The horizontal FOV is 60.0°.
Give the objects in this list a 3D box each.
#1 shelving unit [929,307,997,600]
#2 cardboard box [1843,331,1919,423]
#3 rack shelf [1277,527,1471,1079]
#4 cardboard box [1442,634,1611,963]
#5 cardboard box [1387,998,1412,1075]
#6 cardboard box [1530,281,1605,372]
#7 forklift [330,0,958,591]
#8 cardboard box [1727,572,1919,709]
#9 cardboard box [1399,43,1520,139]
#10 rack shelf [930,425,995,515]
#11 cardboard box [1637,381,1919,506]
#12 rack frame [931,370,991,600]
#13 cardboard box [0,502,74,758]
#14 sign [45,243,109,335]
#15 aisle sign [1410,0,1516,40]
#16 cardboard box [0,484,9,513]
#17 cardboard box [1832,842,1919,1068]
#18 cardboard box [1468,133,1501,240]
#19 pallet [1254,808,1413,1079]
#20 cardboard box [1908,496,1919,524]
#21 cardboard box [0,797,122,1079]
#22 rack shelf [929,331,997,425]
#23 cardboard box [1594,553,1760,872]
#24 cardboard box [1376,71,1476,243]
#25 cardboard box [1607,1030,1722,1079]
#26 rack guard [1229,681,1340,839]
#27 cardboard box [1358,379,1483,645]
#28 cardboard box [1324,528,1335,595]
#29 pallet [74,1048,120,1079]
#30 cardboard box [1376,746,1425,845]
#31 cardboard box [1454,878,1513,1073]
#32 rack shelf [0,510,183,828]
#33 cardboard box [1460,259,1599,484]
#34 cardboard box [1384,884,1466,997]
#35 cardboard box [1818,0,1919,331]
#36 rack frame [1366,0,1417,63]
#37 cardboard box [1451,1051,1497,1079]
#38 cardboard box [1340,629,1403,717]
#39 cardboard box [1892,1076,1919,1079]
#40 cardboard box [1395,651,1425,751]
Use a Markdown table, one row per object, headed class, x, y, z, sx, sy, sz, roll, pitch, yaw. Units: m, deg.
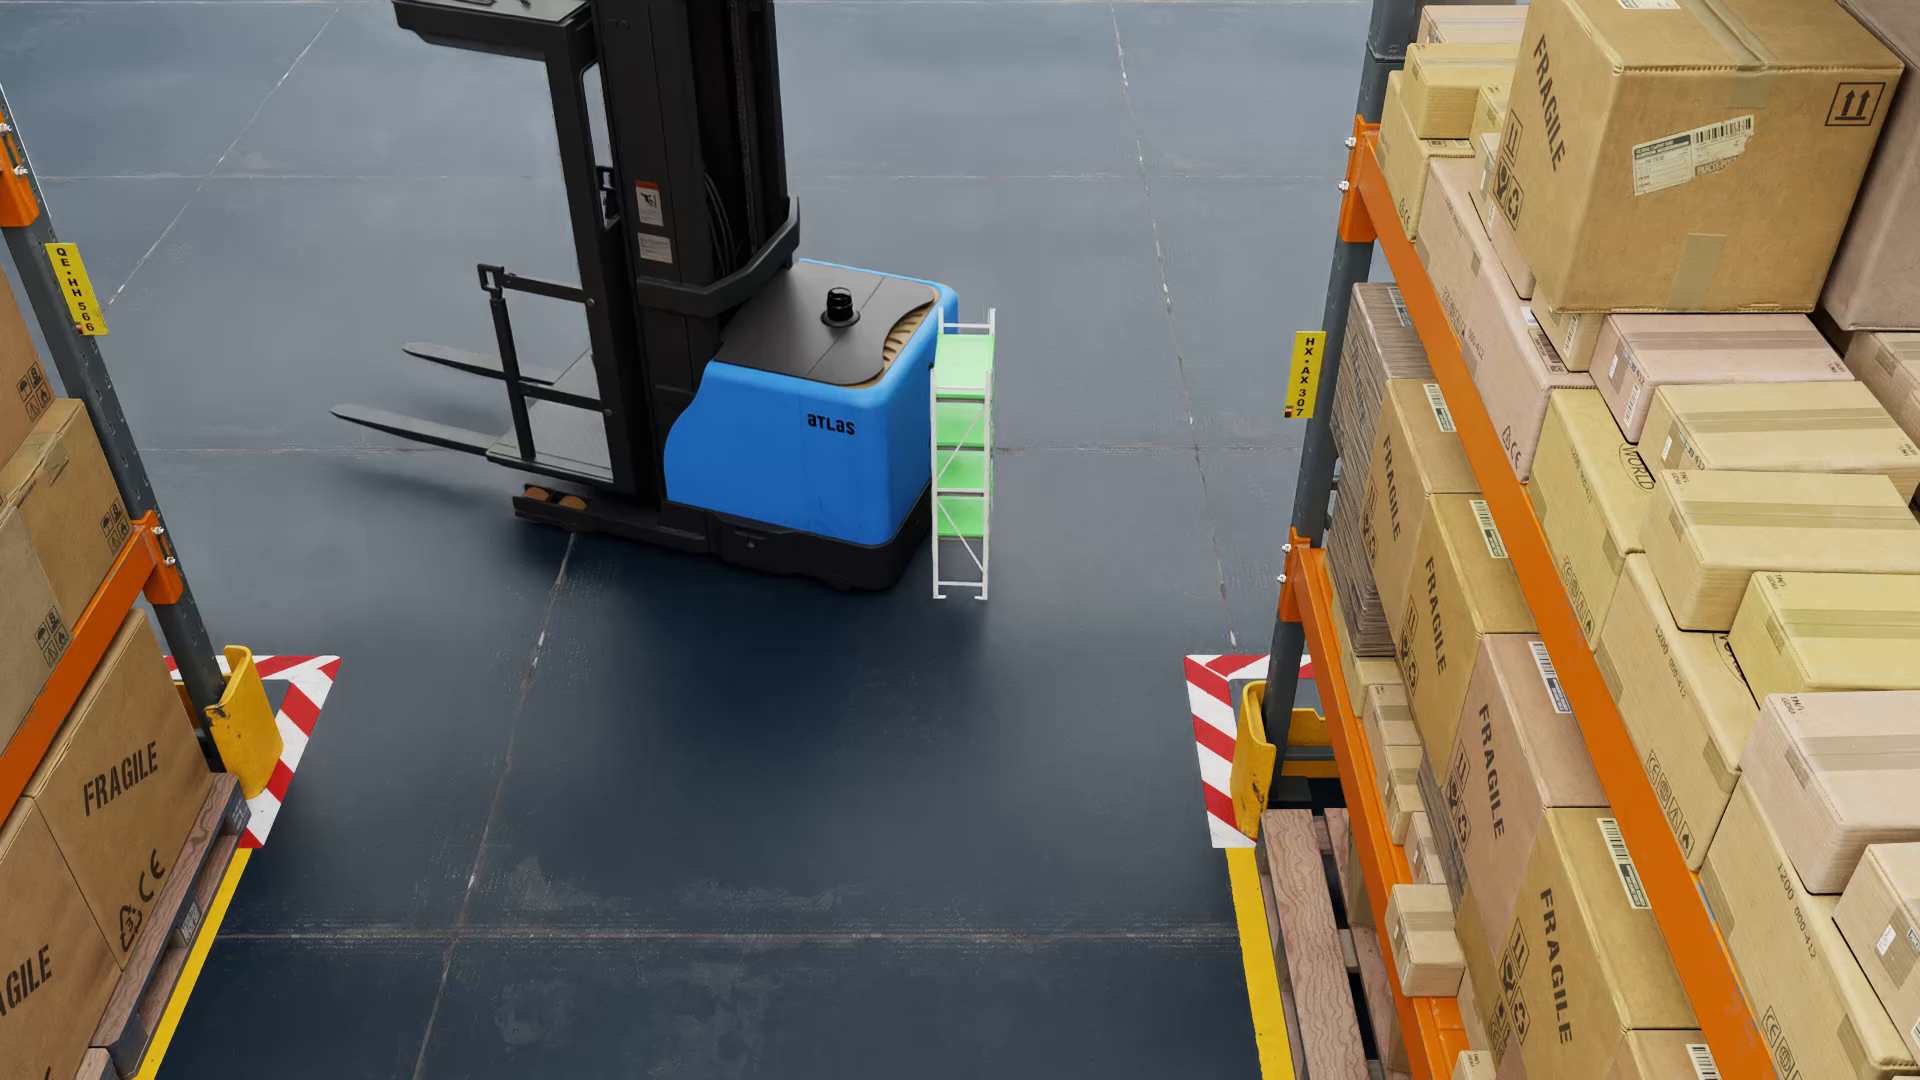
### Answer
| class | x | y | z | sx | sy | sz | roll | pitch | yaw |
| --- | --- | --- | --- | --- | --- | --- | --- | --- | --- |
| shelving unit | 0.015 | -0.361 | 7.241 | 0.258 | 1.200 | 0.503 | 2 | 39 | 2 |
| cardboard box | 1.907 | -0.297 | 3.124 | 0.380 | 0.149 | 0.250 | -2 | 39 | -2 |
| rack shelf | 1.649 | 1.344 | 4.250 | 1.077 | 0.370 | 4.000 | 0 | 39 | 0 |
| cardboard box | 1.377 | 0.549 | 3.549 | 0.500 | 0.500 | 0.500 | 0 | 39 | 0 |
| cardboard box | 1.666 | 1.388 | 5.282 | 0.500 | 0.500 | 0.500 | 10 | 40 | 12 |
| cardboard box | 1.384 | -0.470 | 3.340 | 0.380 | 0.149 | 0.250 | -2 | 39 | -2 |
| forklift | -1.567 | -1.479 | 7.251 | 3.031 | 2.935 | 1.130 | 13 | 40 | 15 |
| cardboard box | 1.414 | 0.185 | 2.523 | 0.380 | 0.149 | 0.250 | 1 | 39 | 2 |
| cardboard box | 1.320 | -1.121 | 4.153 | 0.380 | 0.149 | 0.250 | 1 | 39 | 1 |
| rack shelf | 0.015 | -0.311 | 7.281 | 0.258 | 0.148 | 0.480 | 2 | 39 | 2 |
| cardboard box | 1.444 | -0.150 | 2.941 | 0.380 | 0.149 | 0.250 | -1 | 39 | -2 |
| rack frame | 0.002 | -0.208 | 7.051 | 0.240 | 1.200 | 0.015 | 2 | 39 | 2 |
| cardboard box | -3.245 | 0.270 | 4.895 | 0.875 | 0.550 | 0.550 | 0 | 39 | 0 |
| sign | -2.770 | -0.784 | 5.214 | 0.100 | 0.325 | 0.005 | 0 | 39 | 0 |
| aisle sign | 1.347 | -1.241 | 4.821 | 0.394 | 0.787 | 0.004 | 0 | 39 | 0 |
| cardboard box | -3.258 | -0.152 | 4.557 | 0.875 | 0.550 | 0.550 | 0 | 39 | 0 |
| cardboard box | 1.367 | 0.519 | 2.106 | 0.380 | 0.149 | 0.250 | -2 | 39 | -2 |
| cardboard box | 1.372 | -0.793 | 3.743 | 0.380 | 0.149 | 0.250 | 1 | 39 | 2 |
| pallet | 1.613 | 1.456 | 5.765 | 1.003 | 0.211 | 1.213 | 0 | 39 | 0 |
| cardboard box | 1.903 | -0.051 | 3.137 | 0.500 | 0.250 | 0.500 | -1 | 39 | -1 |
| cardboard box | -3.243 | 1.392 | 4.978 | 0.875 | 0.875 | 0.875 | -1 | 39 | -1 |
| rack shelf | 0.015 | -0.686 | 6.981 | 0.258 | 0.148 | 0.480 | 2 | 39 | 2 |
| cardboard box | 1.394 | 0.271 | 2.734 | 0.500 | 0.250 | 0.500 | 0 | 39 | 0 |
| cardboard box | 1.389 | -0.998 | 4.319 | 0.500 | 0.250 | 0.500 | 1 | 39 | 1 |
| cardboard box | 1.374 | 1.174 | 2.769 | 0.500 | 0.500 | 0.500 | 0 | 39 | 0 |
| rack guard | 1.647 | 0.835 | 6.308 | 1.175 | 0.500 | 0.348 | 0 | 39 | 0 |
| cardboard box | 1.369 | -0.076 | 4.329 | 0.500 | 0.500 | 0.500 | 0 | 39 | 0 |
| cardboard box | 1.409 | 0.089 | 5.442 | 0.380 | 0.149 | 0.250 | 0 | 39 | 0 |
| pallet | -3.235 | 2.102 | 4.959 | 1.003 | 0.211 | 1.213 | 0 | 39 | 0 |
| cardboard box | 1.390 | 0.714 | 4.661 | 0.380 | 0.149 | 0.250 | 0 | 39 | 0 |
| cardboard box | 1.687 | 0.939 | 3.862 | 0.875 | 0.500 | 0.500 | 0 | 39 | 0 |
| rack shelf | -3.311 | 1.284 | 4.325 | 1.077 | 0.370 | 4.000 | 0 | 39 | 0 |
| cardboard box | 1.392 | -0.366 | 3.529 | 0.500 | 0.250 | 0.500 | 0 | 39 | 0 |
| cardboard box | 1.314 | 1.027 | 4.271 | 0.380 | 0.149 | 0.250 | 0 | 39 | 0 |
| cardboard box | 1.902 | -0.740 | 3.158 | 0.500 | 0.500 | 0.500 | 0 | 39 | 0 |
| rack frame | 1.647 | -2.529 | 3.710 | 1.000 | 3.000 | 0.127 | 0 | 39 | 0 |
| cardboard box | 1.370 | 1.339 | 3.881 | 0.380 | 0.149 | 0.250 | 0 | 39 | 0 |
| cardboard box | 1.375 | 0.401 | 5.052 | 0.380 | 0.149 | 0.250 | 0 | 39 | 0 |
| cardboard box | 1.390 | 0.917 | 1.929 | 0.500 | 0.250 | 0.500 | 1 | 39 | 2 |
| cardboard box | 1.741 | 0.314 | 4.642 | 0.875 | 0.500 | 0.500 | 0 | 39 | 0 |
